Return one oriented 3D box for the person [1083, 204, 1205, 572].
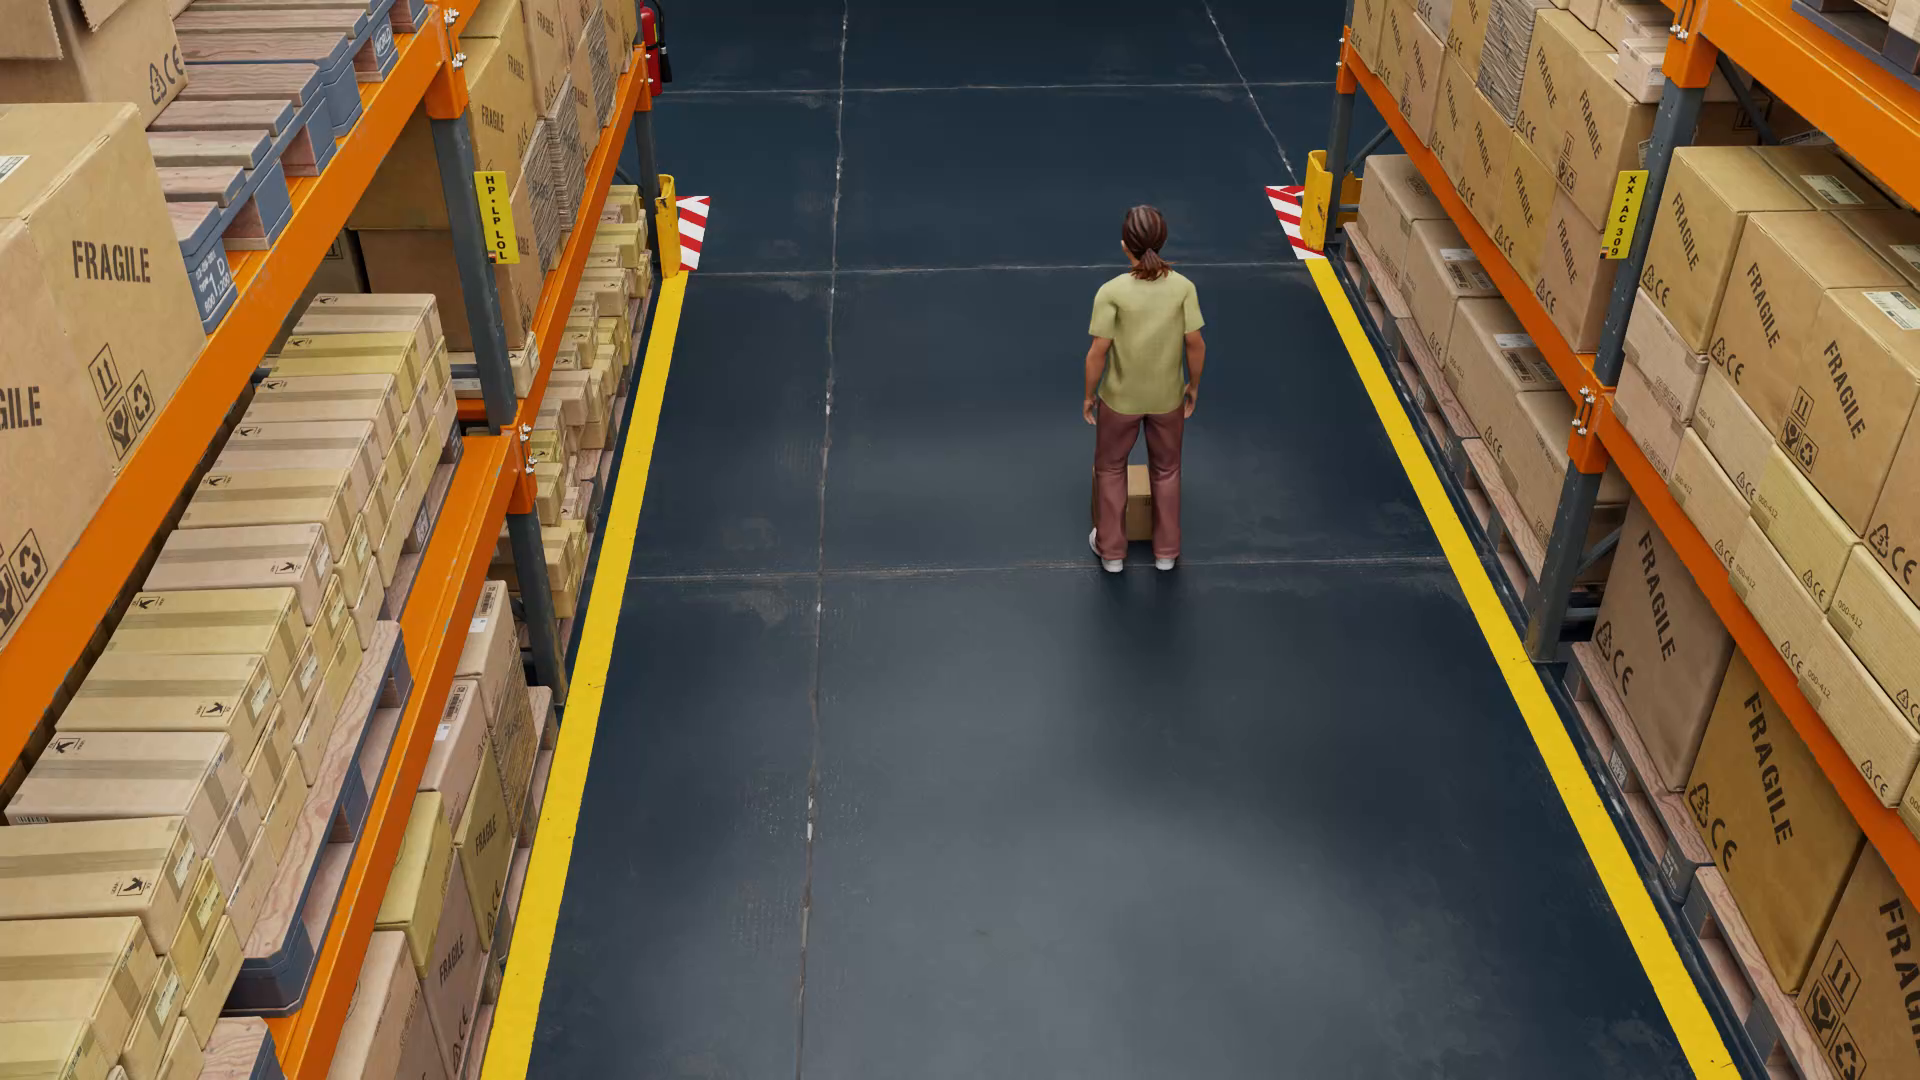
[{"bbox_3d":[0.760,-0.605,7.001,0.512,1.671,0.366,-3,36,-5],"label":"person"}]
